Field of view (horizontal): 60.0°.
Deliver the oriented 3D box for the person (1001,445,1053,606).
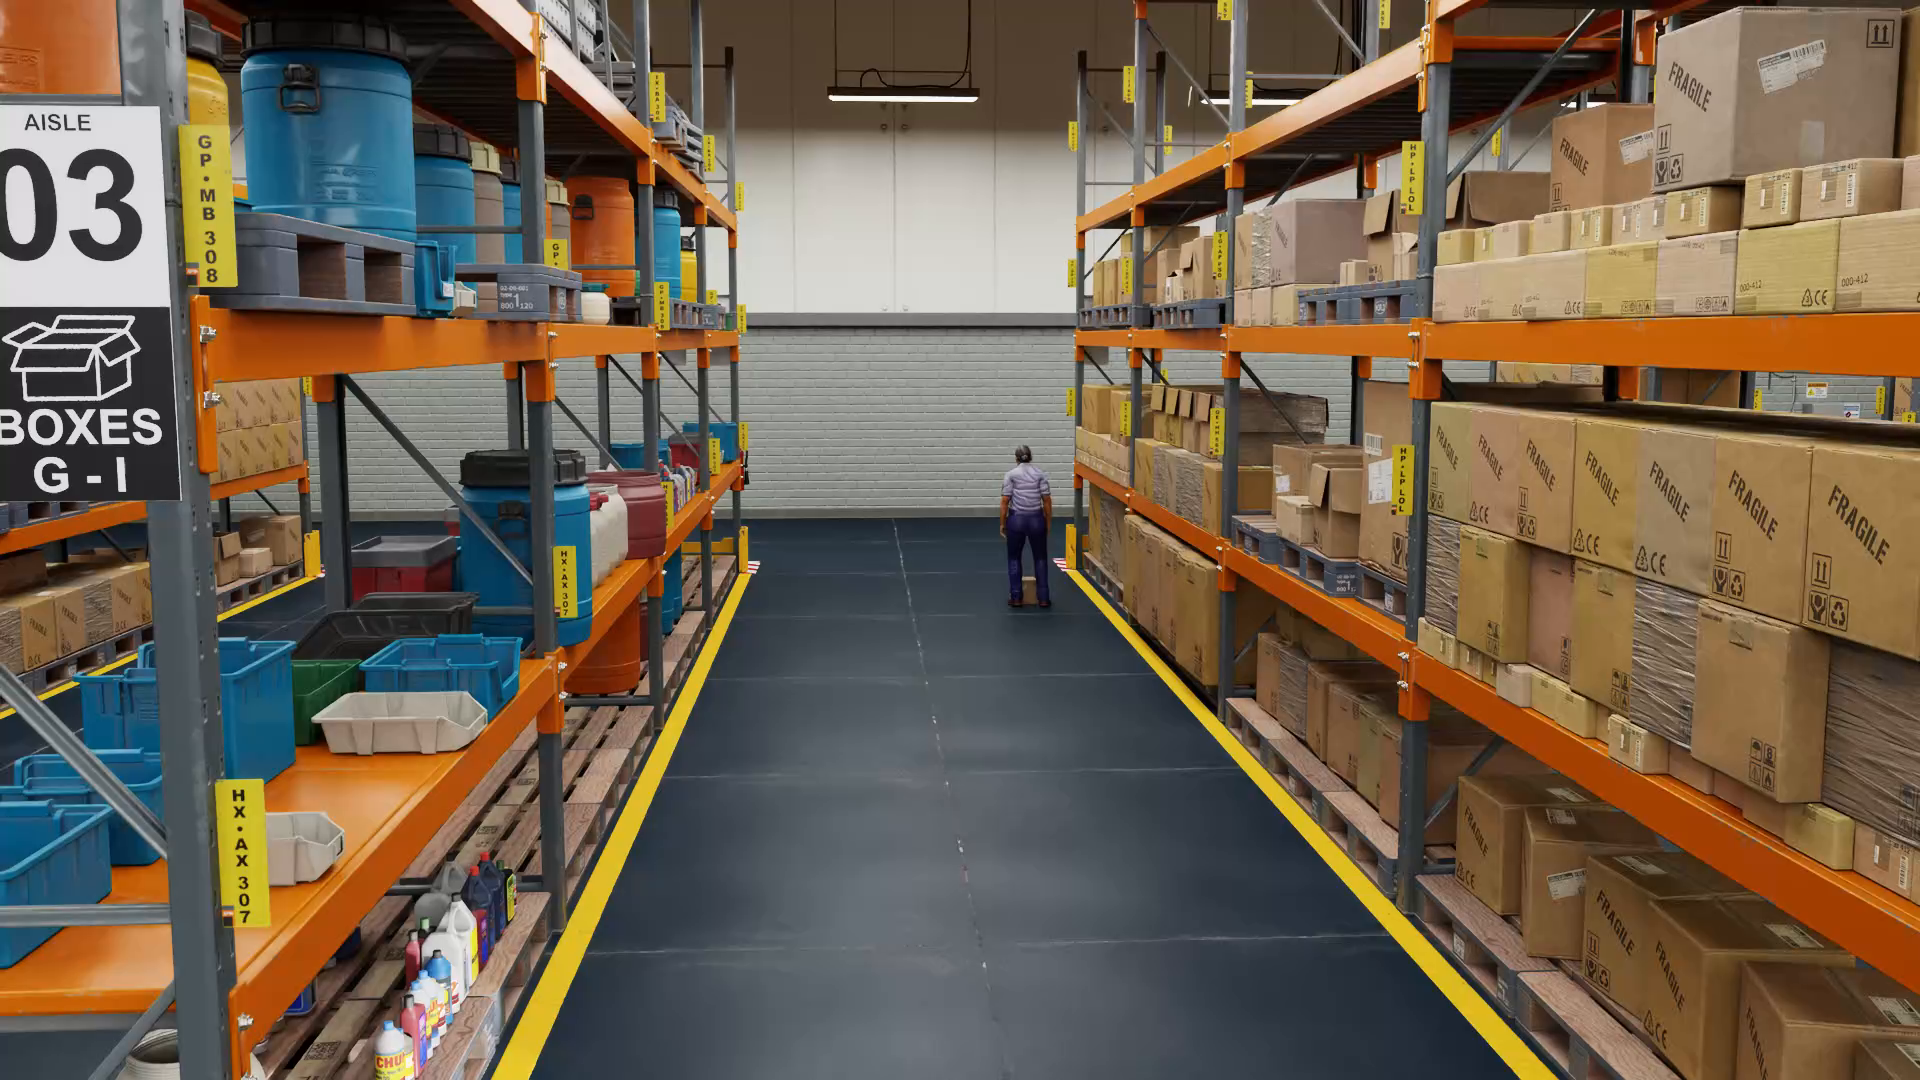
[{"bbox_3d":[0.684,-0.145,16.966,0.539,1.652,0.412,0,7,-3],"label":"person"}]
